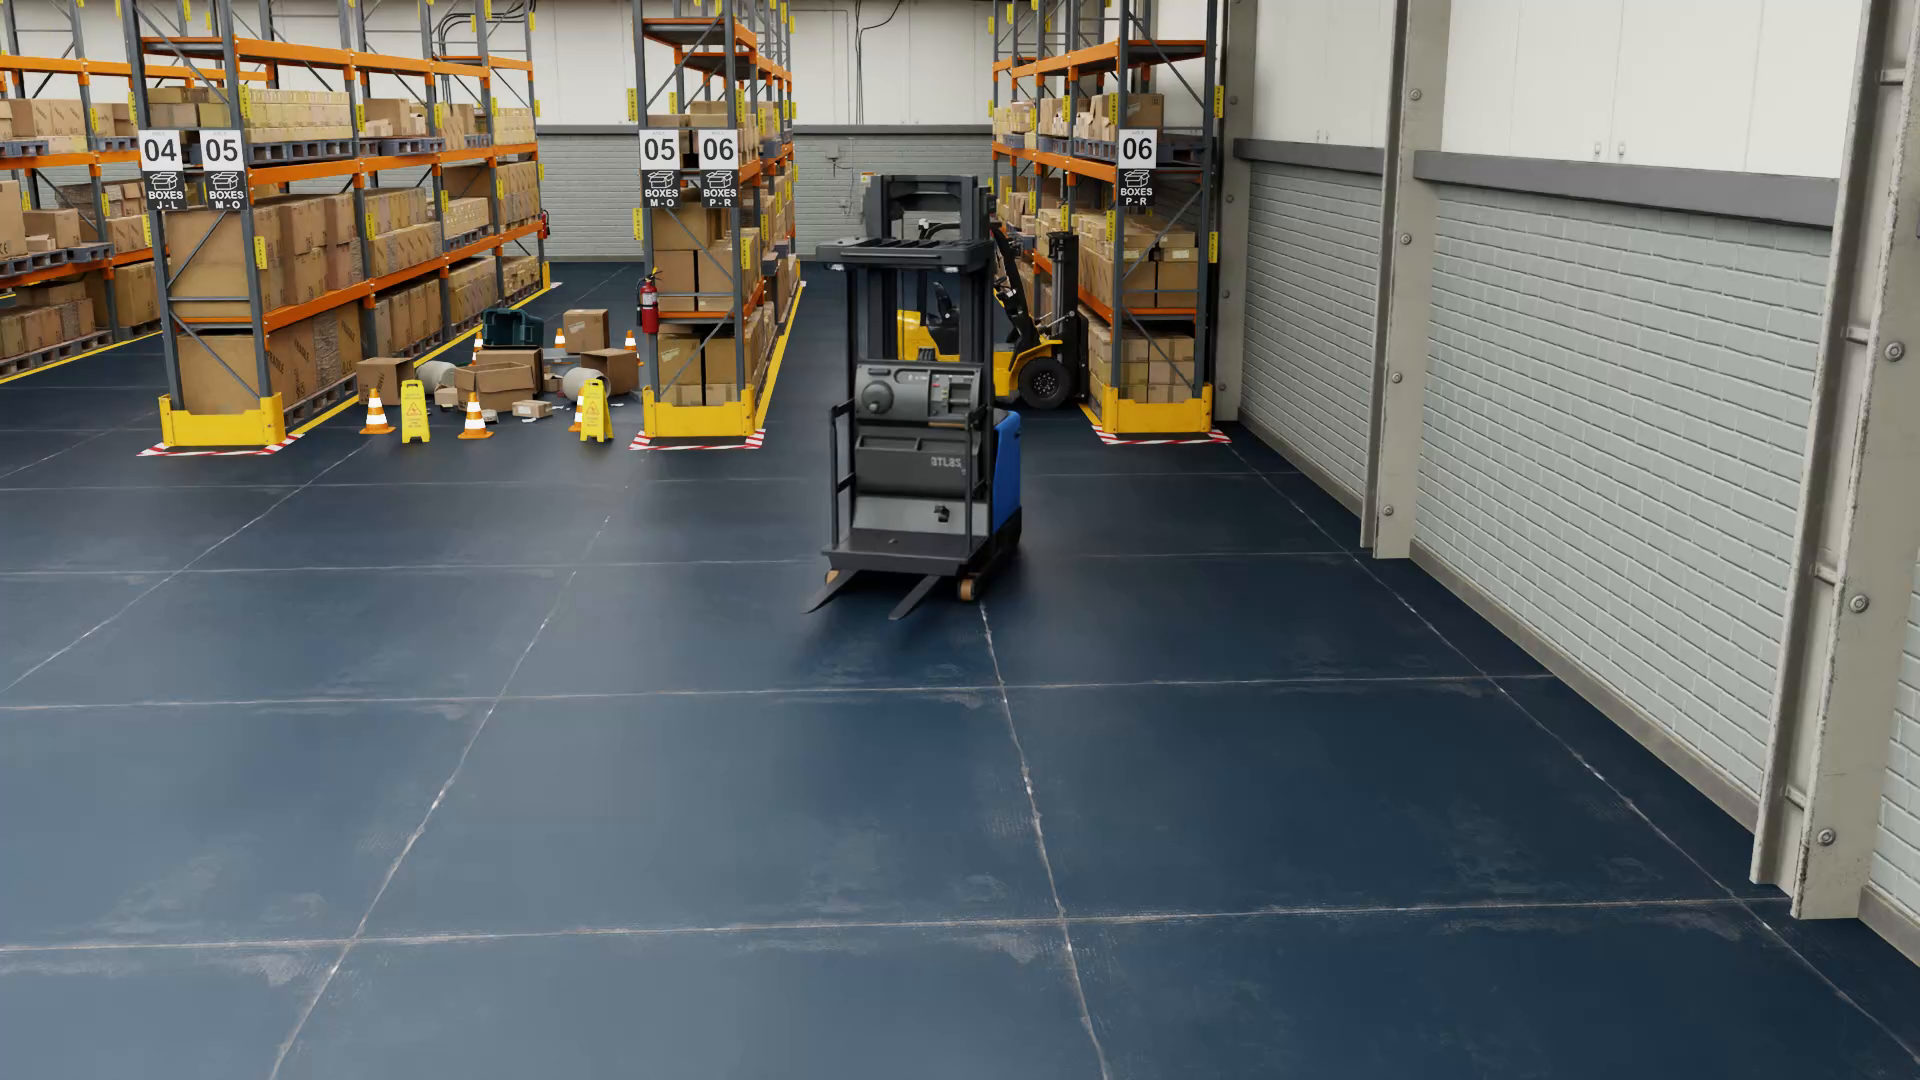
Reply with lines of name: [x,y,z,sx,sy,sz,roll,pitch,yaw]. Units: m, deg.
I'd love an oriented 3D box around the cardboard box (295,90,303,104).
cardboard box: [-7.537,-4.924,18.484,0.380,0.149,0.250,-1,14,-3]

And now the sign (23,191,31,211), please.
sign: [-13.746,-4.977,24.525,0.100,0.325,0.005,-1,14,-3]

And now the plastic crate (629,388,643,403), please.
plastic crate: [-3.775,-1.766,20.231,0.402,0.080,0.583,-6,16,-23]

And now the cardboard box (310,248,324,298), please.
cardboard box: [-7.847,-3.060,19.099,0.875,0.550,0.500,-1,14,-3]

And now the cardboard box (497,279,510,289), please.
cardboard box: [-8.186,-4.533,29.408,0.380,0.149,0.250,0,14,-1]

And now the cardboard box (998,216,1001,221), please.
cardboard box: [0.934,-6.117,31.784,0.380,0.149,0.250,-1,14,-5]

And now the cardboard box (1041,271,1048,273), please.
cardboard box: [1.378,-4.282,27.019,0.380,0.149,0.250,0,14,-2]

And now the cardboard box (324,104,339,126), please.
cardboard box: [-7.670,-5.014,19.633,0.500,0.250,0.500,-1,14,-4]

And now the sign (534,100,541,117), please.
sign: [-8.176,-8.351,32.168,0.100,0.325,0.005,-1,14,-3]

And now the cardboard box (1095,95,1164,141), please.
cardboard box: [1.914,-4.782,18.827,0.700,0.500,0.500,-1,14,-3]

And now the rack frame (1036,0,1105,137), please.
rack frame: [1.653,-7.561,24.854,1.000,3.000,0.127,-1,14,-3]

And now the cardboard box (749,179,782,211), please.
cardboard box: [-3.173,-5.615,27.123,0.500,0.500,0.500,-1,14,-3]

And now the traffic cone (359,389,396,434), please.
traffic cone: [-6.355,-1.413,18.088,0.336,0.463,0.334,-1,14,-3]

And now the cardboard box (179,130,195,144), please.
cardboard box: [-8.099,-4.147,17.067,0.380,0.149,0.250,-1,14,-4]

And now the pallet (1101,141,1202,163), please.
pallet: [2.130,-4.252,18.191,1.003,0.211,1.213,-1,14,-3]

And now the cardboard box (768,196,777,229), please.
cardboard box: [-2.996,-4.865,24.776,0.500,0.500,0.500,-1,14,-5]

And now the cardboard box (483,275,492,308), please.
cardboard box: [-8.155,-4.157,27.835,0.500,0.500,0.500,-1,14,-5]

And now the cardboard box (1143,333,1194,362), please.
cardboard box: [2.308,-2.145,18.511,0.500,0.250,0.500,-1,14,-4]

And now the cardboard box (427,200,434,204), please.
cardboard box: [-8.868,-5.541,27.510,0.380,0.149,0.250,-1,14,-4]

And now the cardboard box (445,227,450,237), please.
cardboard box: [-8.078,-4.740,25.589,0.380,0.149,0.250,0,14,-1]

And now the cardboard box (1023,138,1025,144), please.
cardboard box: [1.088,-7.066,29.456,0.380,0.149,0.250,-1,14,-4]

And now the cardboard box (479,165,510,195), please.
cardboard box: [-8.315,-6.393,29.549,0.500,0.500,0.500,-1,14,-5]

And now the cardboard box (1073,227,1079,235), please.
cardboard box: [1.658,-3.940,21.318,0.380,0.149,0.250,-1,14,-4]

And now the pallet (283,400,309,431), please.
pallet: [-7.867,-1.334,18.289,1.003,0.211,1.213,-1,14,-3]

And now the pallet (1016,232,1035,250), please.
pallet: [1.541,-4.730,26.277,1.213,0.211,1.003,-1,14,-3]

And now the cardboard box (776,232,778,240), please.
cardboard box: [-3.080,-4.631,25.807,0.500,0.250,0.500,-1,14,-4]

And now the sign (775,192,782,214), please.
sign: [-2.760,-5.111,25.208,0.100,0.325,0.005,-1,14,-3]

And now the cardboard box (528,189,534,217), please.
cardboard box: [-8.420,-6.423,31.672,0.500,0.500,0.500,-1,14,-4]

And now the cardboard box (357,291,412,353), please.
cardboard box: [-8.172,-2.989,22.795,1.050,0.750,0.750,-1,14,-3]

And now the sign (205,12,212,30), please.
sign: [-14.242,-9.842,31.528,0.100,0.325,0.005,-1,14,-3]

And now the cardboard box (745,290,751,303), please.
cardboard box: [-2.555,-2.748,18.692,0.380,0.149,0.250,-1,14,-3]

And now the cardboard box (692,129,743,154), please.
cardboard box: [-2.571,-4.242,17.678,0.500,0.250,0.500,-1,14,-4]

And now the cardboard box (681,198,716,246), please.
cardboard box: [-3.079,-3.515,18.364,0.700,0.500,0.500,-1,14,-3]

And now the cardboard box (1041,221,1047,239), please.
cardboard box: [1.466,-4.587,24.631,0.500,0.250,0.500,0,14,-2]

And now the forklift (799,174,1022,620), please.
forklift: [-0.355,-1.083,11.852,1.130,2.935,3.031,4,15,14]

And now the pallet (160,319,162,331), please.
pallet: [-13.238,-3.575,26.996,1.003,0.211,1.213,-1,14,-3]

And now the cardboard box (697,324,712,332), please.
cardboard box: [-3.175,-2.274,19.516,0.500,0.500,0.500,-1,14,-5]

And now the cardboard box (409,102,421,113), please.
cardboard box: [-8.620,-6.765,26.042,0.396,0.266,0.258,-1,14,-3]

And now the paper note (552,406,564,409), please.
paper note: [-4.754,-1.563,19.563,0.148,0.019,0.142,4,15,16]

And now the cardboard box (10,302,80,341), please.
cardboard box: [-13.084,-3.124,23.781,0.700,0.500,0.500,-2,15,-8]

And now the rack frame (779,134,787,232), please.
rack frame: [-3.549,-5.573,29.167,1.000,3.000,0.127,-1,14,-3]

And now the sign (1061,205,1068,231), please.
sign: [1.360,-4.173,21.559,0.100,0.325,0.005,-1,14,-3]

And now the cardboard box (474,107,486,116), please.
cardboard box: [-8.260,-7.363,28.601,0.380,0.149,0.250,-1,14,-4]

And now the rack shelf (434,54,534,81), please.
rack shelf: [-8.607,-8.524,30.048,1.077,0.370,4.000,-1,14,-3]

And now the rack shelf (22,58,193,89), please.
rack shelf: [-13.316,-7.286,26.031,1.077,0.370,4.000,-1,14,-3]

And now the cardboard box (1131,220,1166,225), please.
cardboard box: [2.269,-3.774,20.075,0.380,0.149,0.250,-1,14,-4]

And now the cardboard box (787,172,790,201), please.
cardboard box: [-3.382,-6.481,30.489,0.500,0.500,0.500,-1,14,-2]

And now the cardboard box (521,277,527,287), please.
cardboard box: [-8.339,-4.840,31.196,0.380,0.149,0.250,-1,14,-2]

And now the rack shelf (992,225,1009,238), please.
rack shelf: [1.281,-5.800,31.491,1.077,0.370,4.000,-1,14,-3]

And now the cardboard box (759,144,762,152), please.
cardboard box: [-3.178,-5.702,23.441,0.797,0.503,0.637,-1,14,-3]

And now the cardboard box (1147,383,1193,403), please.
cardboard box: [2.313,-1.663,18.646,0.500,0.250,0.500,-1,14,-3]

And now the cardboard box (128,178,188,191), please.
cardboard box: [-13.392,-5.796,27.818,0.797,0.503,0.637,-1,14,-5]
